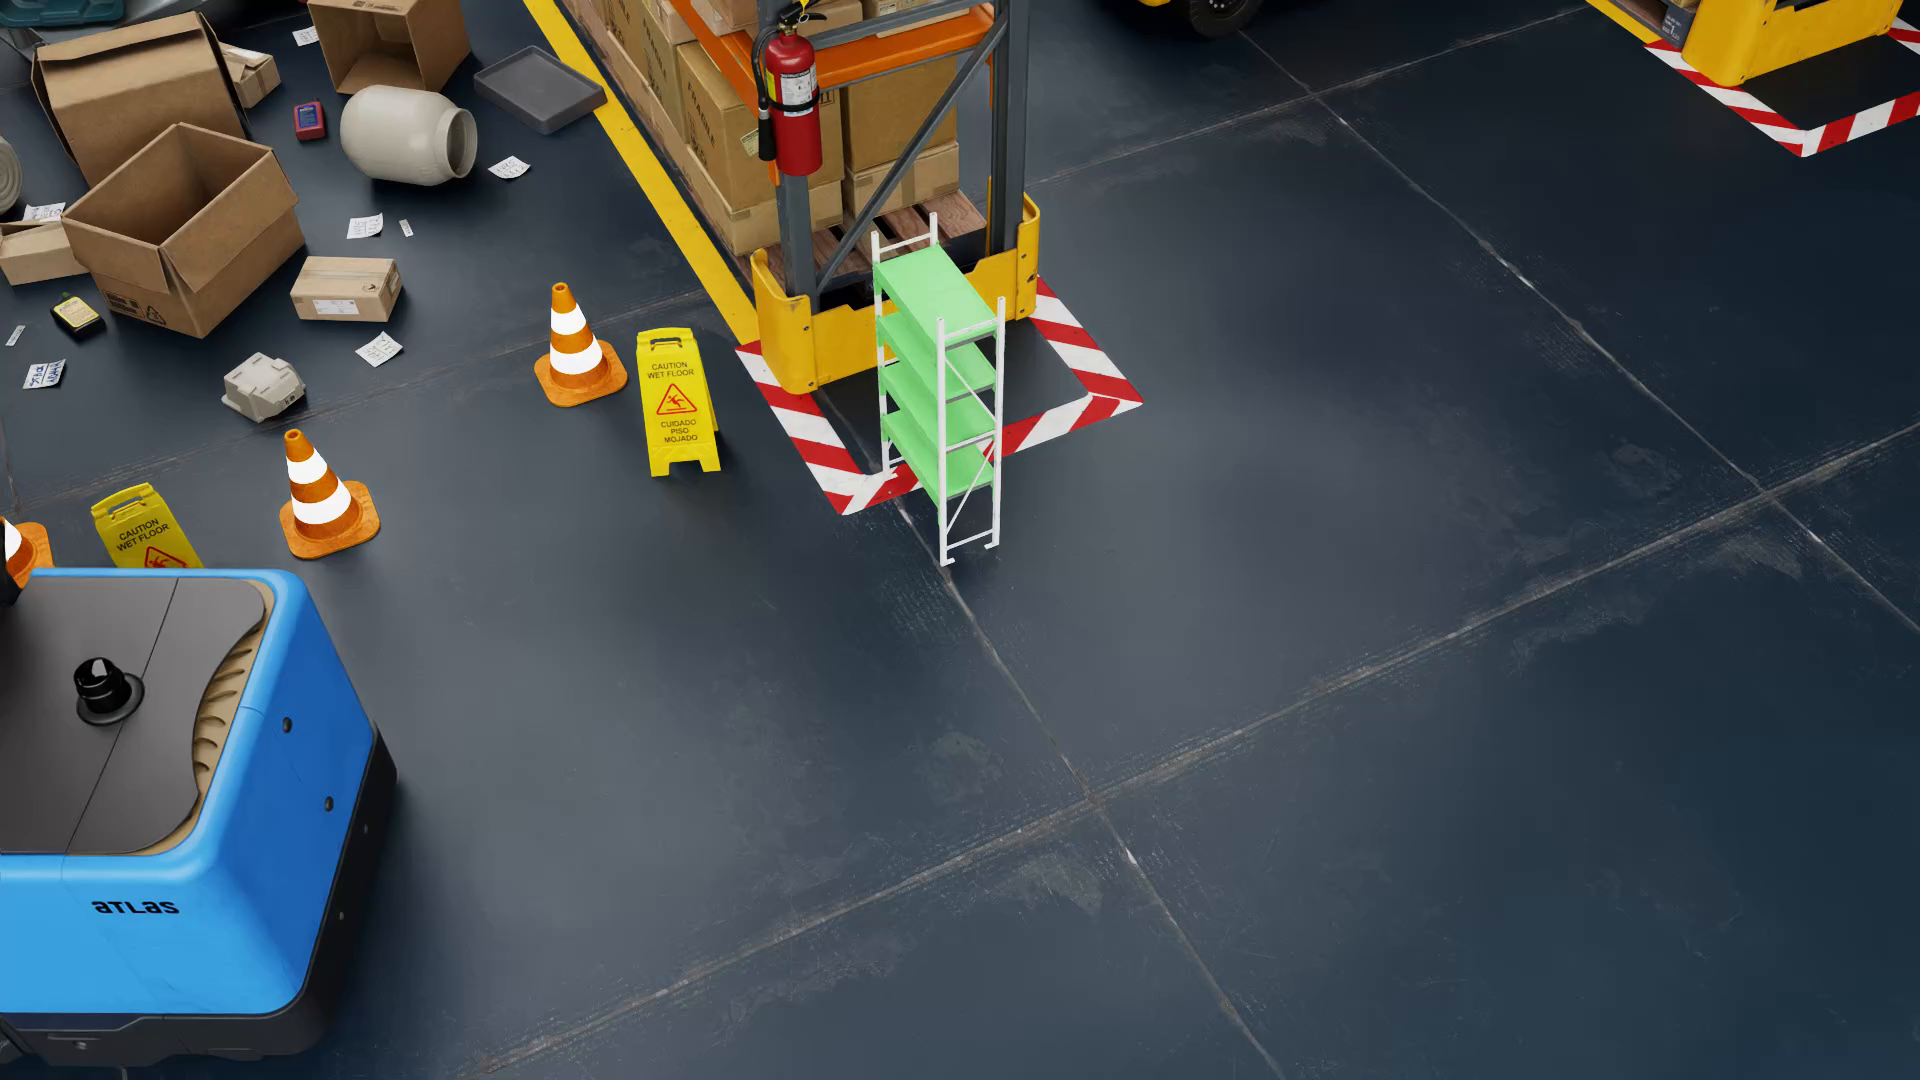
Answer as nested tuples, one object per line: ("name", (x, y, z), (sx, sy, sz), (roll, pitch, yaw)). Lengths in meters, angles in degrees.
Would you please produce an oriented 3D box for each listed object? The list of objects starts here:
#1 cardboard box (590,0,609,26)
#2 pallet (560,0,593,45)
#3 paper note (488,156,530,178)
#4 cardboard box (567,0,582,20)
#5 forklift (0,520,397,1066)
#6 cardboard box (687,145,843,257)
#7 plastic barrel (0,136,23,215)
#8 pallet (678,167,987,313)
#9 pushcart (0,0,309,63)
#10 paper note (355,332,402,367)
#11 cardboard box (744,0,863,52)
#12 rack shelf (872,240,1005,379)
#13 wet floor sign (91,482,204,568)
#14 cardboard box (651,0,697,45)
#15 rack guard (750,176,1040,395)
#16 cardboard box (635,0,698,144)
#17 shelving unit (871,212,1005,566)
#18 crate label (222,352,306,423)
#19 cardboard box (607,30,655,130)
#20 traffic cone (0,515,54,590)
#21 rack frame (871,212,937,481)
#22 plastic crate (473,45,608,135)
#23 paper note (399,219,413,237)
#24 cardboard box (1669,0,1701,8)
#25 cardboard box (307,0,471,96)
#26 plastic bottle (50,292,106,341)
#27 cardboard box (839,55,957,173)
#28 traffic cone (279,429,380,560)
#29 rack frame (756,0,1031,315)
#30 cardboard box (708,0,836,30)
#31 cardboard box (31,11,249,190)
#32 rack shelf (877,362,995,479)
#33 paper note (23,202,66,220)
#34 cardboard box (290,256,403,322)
("cardboard box", (-1.525, -2.795, 7.751), (0.500, 0.500, 0.500), (-19, 51, -16))
("pallet", (-1.708, -3.149, 8.864), (1.003, 0.211, 1.213), (-21, 52, -18))
("paper note", (-2.099, -1.738, 7.749), (0.148, 0.019, 0.142), (35, 57, 27))
("cardboard box", (-1.762, -2.896, 8.338), (0.500, 0.250, 0.500), (-18, 51, -15))
("forklift", (-3.368, 0.180, 4.146), (3.031, 2.935, 1.130), (0, 49, 0))
("cardboard box", (-0.836, -1.525, 7.138), (0.500, 0.250, 0.500), (-21, 52, -18))
("plastic barrel", (-4.519, -1.653, 7.414), (0.512, 0.421, 0.421), (10, 50, 8))
("pallet", (-0.591, -1.516, 7.436), (1.003, 0.211, 1.213), (-21, 52, -18))
("pushcart", (-4.051, -2.822, 8.468), (0.936, 0.377, 1.648), (35, 57, 27))
("paper note", (-2.419, -0.797, 6.927), (0.142, 0.019, 0.148), (35, 57, 27))
("cardboard box", (-0.577, -1.921, 6.104), (0.380, 0.149, 0.250), (-20, 52, -16))
("rack shelf", (-0.076, -0.780, 5.582), (0.258, 0.148, 0.480), (-21, 52, -18))
("wet floor sign", (-2.797, 0.058, 5.771), (0.267, 0.644, 0.232), (-30, 55, -23))
("cardboard box", (-1.042, -2.190, 6.791), (0.380, 0.149, 0.250), (-20, 52, -16))
("rack guard", (-0.251, -1.055, 6.841), (1.175, 0.500, 0.348), (-21, 52, -18))
("cardboard box", (-1.056, -2.102, 7.145), (0.500, 0.500, 0.500), (-19, 52, -16))
("shelving unit", (-0.076, -0.506, 5.895), (0.258, 1.200, 0.503), (-21, 52, -18))
("crate label", (-2.806, -0.623, 6.704), (0.298, 0.136, 0.250), (26, 54, 21))
("cardboard box", (-1.300, -2.206, 7.735), (0.500, 0.250, 0.500), (-23, 53, -19))
("traffic cone", (-3.552, -0.064, 5.998), (0.336, 0.463, 0.334), (-21, 52, -18))
("rack frame", (-0.187, -0.669, 6.038), (0.240, 1.200, 0.015), (-21, 52, -18))
("plastic crate", (-2.057, -2.210, 8.130), (0.583, 0.080, 0.402), (35, 57, 27))
("paper note", (-2.488, -1.402, 7.470), (0.032, 0.001, 0.123), (-21, 52, -18))
("cardboard box", (3.700, -2.978, 8.410), (0.500, 0.250, 0.500), (-21, 52, -17))
("cardboard box", (-2.766, -2.496, 8.100), (0.500, 0.500, 0.500), (10, 50, 8))
("plastic bottle", (-3.755, -0.956, 7.045), (0.283, 0.061, 0.133), (35, 57, 27))
("cardboard box", (-0.351, -1.958, 7.019), (0.500, 0.500, 0.500), (-23, 53, -19))
("traffic cone", (-2.391, -0.226, 6.140), (0.336, 0.463, 0.334), (-21, 52, -18))
("rack frame", (-0.216, -1.827, 5.855), (1.000, 3.000, 0.127), (-21, 52, -18))
("cardboard box", (-0.709, -2.226, 5.940), (0.500, 0.500, 0.500), (-22, 52, -18))
("cardboard box", (-3.706, -1.977, 7.554), (0.797, 0.637, 0.503), (-21, 52, -18))
("rack shelf", (-0.076, -0.464, 5.943), (0.258, 0.148, 0.480), (-21, 52, -18))
("paper note", (-4.153, -1.473, 7.523), (0.172, 0.023, 0.155), (-5, 49, -5))
("cardboard box", (-2.612, -1.070, 7.087), (0.380, 0.149, 0.250), (2, 49, 2))
